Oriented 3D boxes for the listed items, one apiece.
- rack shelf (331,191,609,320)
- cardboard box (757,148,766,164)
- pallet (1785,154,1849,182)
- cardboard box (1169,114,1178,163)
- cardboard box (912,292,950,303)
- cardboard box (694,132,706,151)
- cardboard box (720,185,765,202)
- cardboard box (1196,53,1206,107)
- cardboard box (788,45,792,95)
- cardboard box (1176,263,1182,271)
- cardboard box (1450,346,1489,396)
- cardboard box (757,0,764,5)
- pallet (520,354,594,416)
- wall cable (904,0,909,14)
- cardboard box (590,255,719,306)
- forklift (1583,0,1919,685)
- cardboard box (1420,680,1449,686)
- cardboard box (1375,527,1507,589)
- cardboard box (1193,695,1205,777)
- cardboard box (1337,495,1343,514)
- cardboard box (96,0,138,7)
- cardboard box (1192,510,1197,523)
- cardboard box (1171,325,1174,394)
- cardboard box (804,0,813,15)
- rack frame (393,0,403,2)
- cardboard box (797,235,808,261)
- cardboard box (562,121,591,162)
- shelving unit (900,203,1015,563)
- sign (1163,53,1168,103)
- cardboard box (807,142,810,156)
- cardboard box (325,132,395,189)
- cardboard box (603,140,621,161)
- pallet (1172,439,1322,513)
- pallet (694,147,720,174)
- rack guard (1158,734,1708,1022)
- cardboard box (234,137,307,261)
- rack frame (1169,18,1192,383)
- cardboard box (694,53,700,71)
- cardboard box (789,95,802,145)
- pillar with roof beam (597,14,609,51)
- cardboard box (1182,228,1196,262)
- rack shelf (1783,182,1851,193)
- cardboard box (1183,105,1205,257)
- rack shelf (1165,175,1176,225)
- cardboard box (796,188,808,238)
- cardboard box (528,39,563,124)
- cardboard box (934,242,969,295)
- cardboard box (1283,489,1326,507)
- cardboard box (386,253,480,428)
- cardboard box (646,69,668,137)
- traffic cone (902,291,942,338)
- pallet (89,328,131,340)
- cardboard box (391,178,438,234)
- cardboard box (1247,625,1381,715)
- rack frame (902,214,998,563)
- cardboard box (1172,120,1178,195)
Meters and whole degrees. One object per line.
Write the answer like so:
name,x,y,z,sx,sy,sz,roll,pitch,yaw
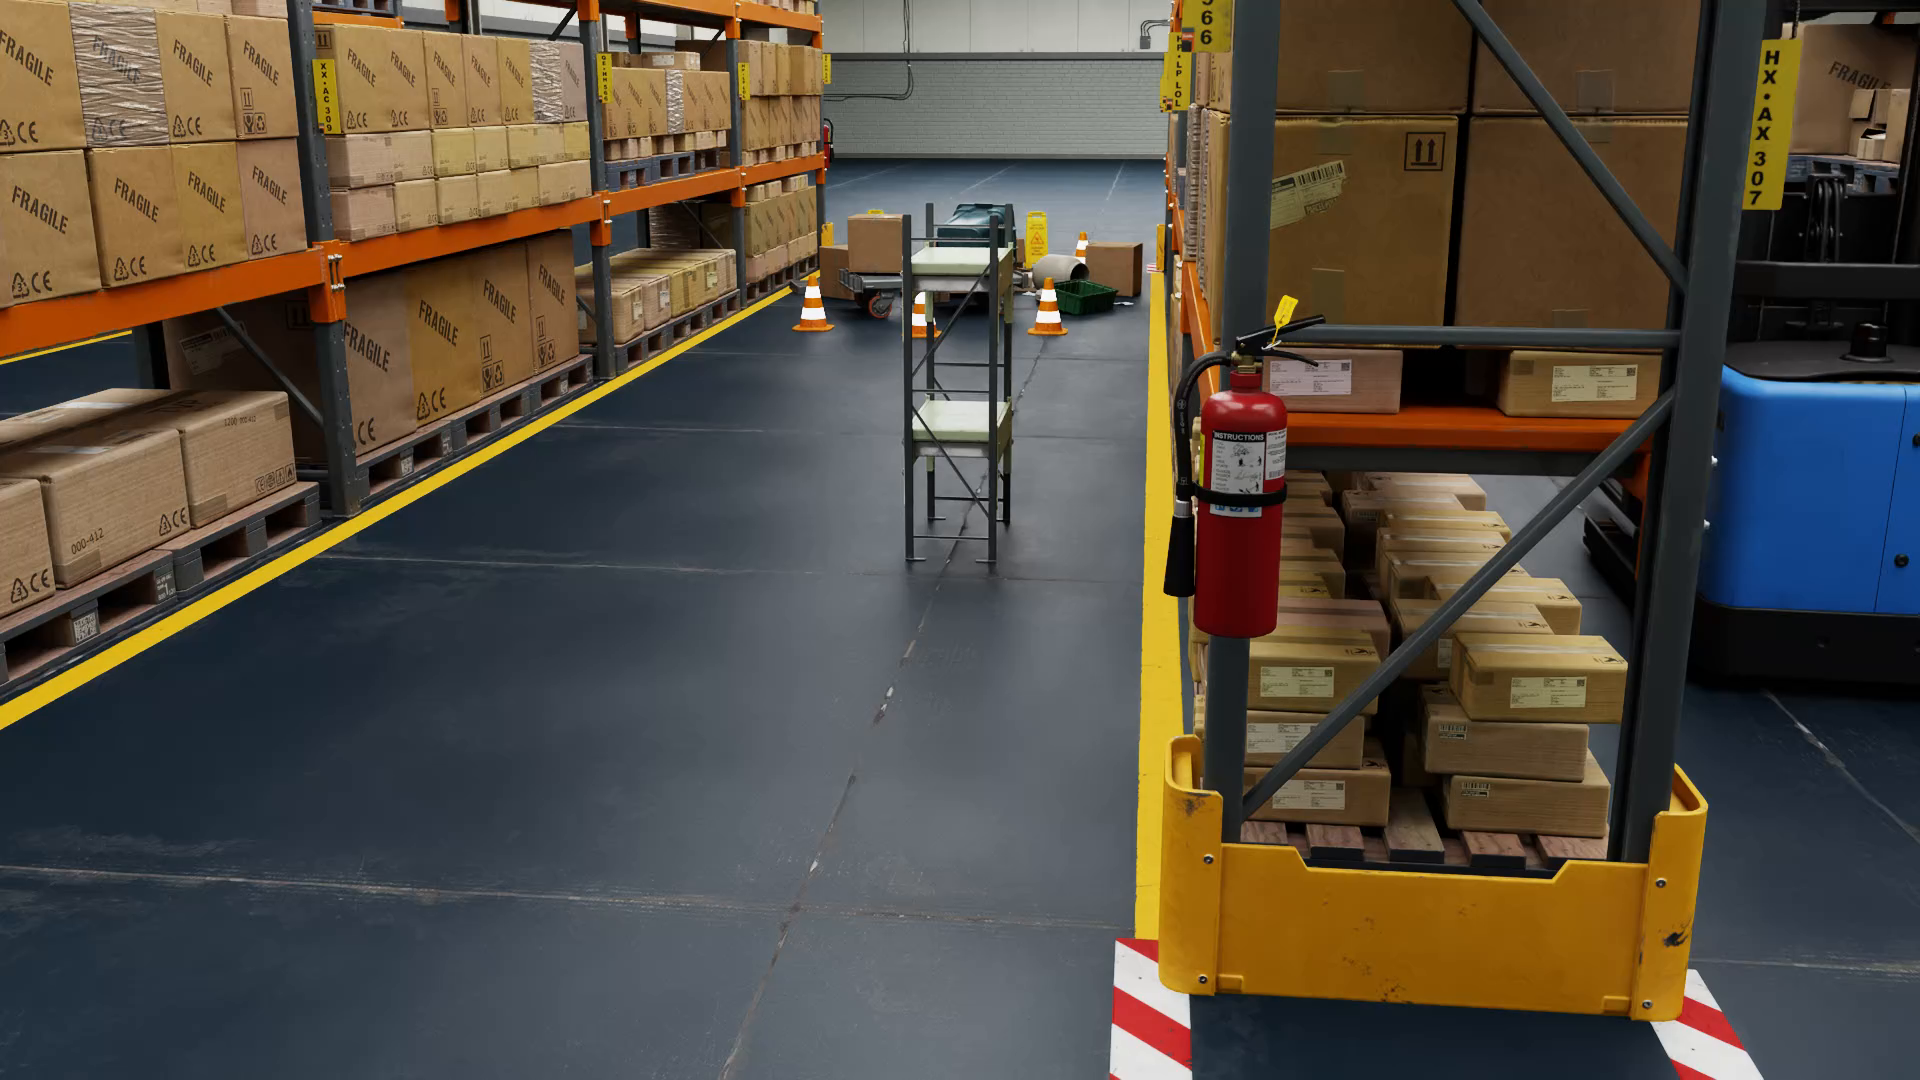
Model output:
rack shelf,-3.203,-1.745,9.747,1.077,0.370,4.000,2,15,6
cardboard box,-2.132,-3.799,16.447,0.380,0.149,0.250,2,15,8
pallet,7.090,-3.070,13.636,1.003,0.211,1.213,2,15,6
cardboard box,2.077,-3.449,14.478,0.500,0.500,0.500,2,15,7
cardboard box,-0.301,-2.477,16.313,0.258,0.266,0.396,-10,18,-32
cardboard box,-2.376,-3.386,14.115,0.380,0.149,0.250,2,15,7
cardboard box,-2.117,-3.375,16.179,0.380,0.149,0.250,2,15,7
cardboard box,1.018,-1.621,5.233,0.500,0.500,0.500,1,15,4
cardboard box,-2.129,-4.830,17.100,0.700,0.500,0.500,2,15,6
cardboard box,1.577,-1.546,10.181,0.500,0.250,0.500,2,15,6
cardboard box,1.400,-0.437,4.012,0.380,0.149,0.250,2,15,8
cardboard box,-2.135,-5.315,16.307,0.380,0.149,0.250,1,15,5
pallet,-3.141,-1.063,11.187,1.003,0.211,1.213,2,15,6
wall cable,-0.261,-16.938,49.337,3.097,2.526,0.112,2,15,6
cardboard box,-2.660,-2.260,14.503,0.950,0.372,0.625,3,15,10
forklift,3.299,-1.255,6.690,1.130,2.935,3.031,2,15,9
cardboard box,1.451,0.416,4.465,0.380,0.149,0.250,2,15,6
cardboard box,1.500,0.069,5.178,0.380,0.149,0.250,2,15,8
cardboard box,0.830,0.545,4.558,0.380,0.149,0.250,2,15,8
cardboard box,1.616,-0.064,6.238,0.380,0.149,0.250,2,15,8
cardboard box,-3.326,-2.067,6.208,0.380,0.149,0.250,2,15,6
cardboard box,1.032,-0.003,6.013,0.380,0.149,0.250,2,15,6
cardboard box,1.566,-1.181,10.267,0.500,0.500,0.500,2,15,7
cardboard box,-1.832,-5.846,18.271,0.380,0.149,0.250,2,15,7
rack frame,-7.007,-7.727,18.999,1.000,3.000,0.127,2,15,6
cardboard box,-1.965,-3.210,18.248,0.500,0.250,0.500,2,15,6
cardboard box,-2.779,-2.647,11.033,0.500,0.250,0.500,2,15,6
shelving unit,0.001,-0.726,7.473,0.431,1.500,0.755,2,15,6
sign,1.401,-3.066,11.035,0.100,0.325,0.005,2,15,6
cardboard box,-1.873,-4.326,18.397,0.380,0.149,0.250,1,15,5
cardboard box,-3.099,-1.848,8.080,0.500,0.250,0.500,1,15,5
cardboard box,-2.691,-2.844,12.108,0.380,0.149,0.250,1,15,3
pallet,1.588,-0.310,8.403,1.003,0.211,1.213,2,15,6
pallet,-2.757,-3.362,14.716,1.003,0.211,1.213,2,15,6
rack guard,1.059,0.770,3.855,1.175,0.500,0.348,2,15,6
cardboard box,-3.227,-1.494,7.249,0.500,0.500,0.500,2,15,7
rack frame,1.953,-2.491,11.129,1.000,3.000,0.127,2,15,6
cardboard box,-2.418,-4.051,14.087,0.380,0.149,0.250,1,15,5
cardboard box,-1.983,-4.469,17.683,0.500,0.500,0.500,2,15,6
pillar with roof beam,-2.349,-10.559,29.470,9.100,9.000,0.400,2,15,6
cardboard box,1.144,-1.269,7.089,0.380,0.149,0.250,2,15,8
rack shelf,7.095,-2.491,12.504,1.077,0.370,4.000,2,15,6
cardboard box,1.054,-1.267,5.838,0.500,0.500,0.500,1,15,5
rack shelf,2.178,-2.663,13.141,1.077,0.370,4.000,2,15,6
cardboard box,-1.961,-3.572,18.153,0.500,0.500,0.500,2,15,8
cardboard box,-2.825,-2.867,10.410,0.500,0.500,0.500,2,15,7
cardboard box,0.146,-2.773,16.694,0.797,0.637,0.503,2,15,6
cardboard box,1.055,-0.080,5.728,0.380,0.149,0.250,2,15,7
cardboard box,-3.344,-1.148,9.428,0.875,0.875,0.875,2,15,8
cardboard box,-2.591,-3.389,12.882,0.500,0.500,0.500,2,15,7
traffic cone,-0.314,-1.956,14.010,0.336,0.463,0.334,2,15,6
pallet,-7.638,-1.938,14.425,1.003,0.211,1.213,2,15,6
cardboard box,-3.060,-1.742,8.644,0.500,0.250,0.500,1,15,5
cardboard box,0.858,0.325,4.231,0.380,0.149,0.250,2,15,7
rack frame,-0.041,-0.631,7.122,0.400,1.500,0.023,2,15,6
cardboard box,1.737,-2.664,11.577,0.500,0.500,0.500,2,15,6
